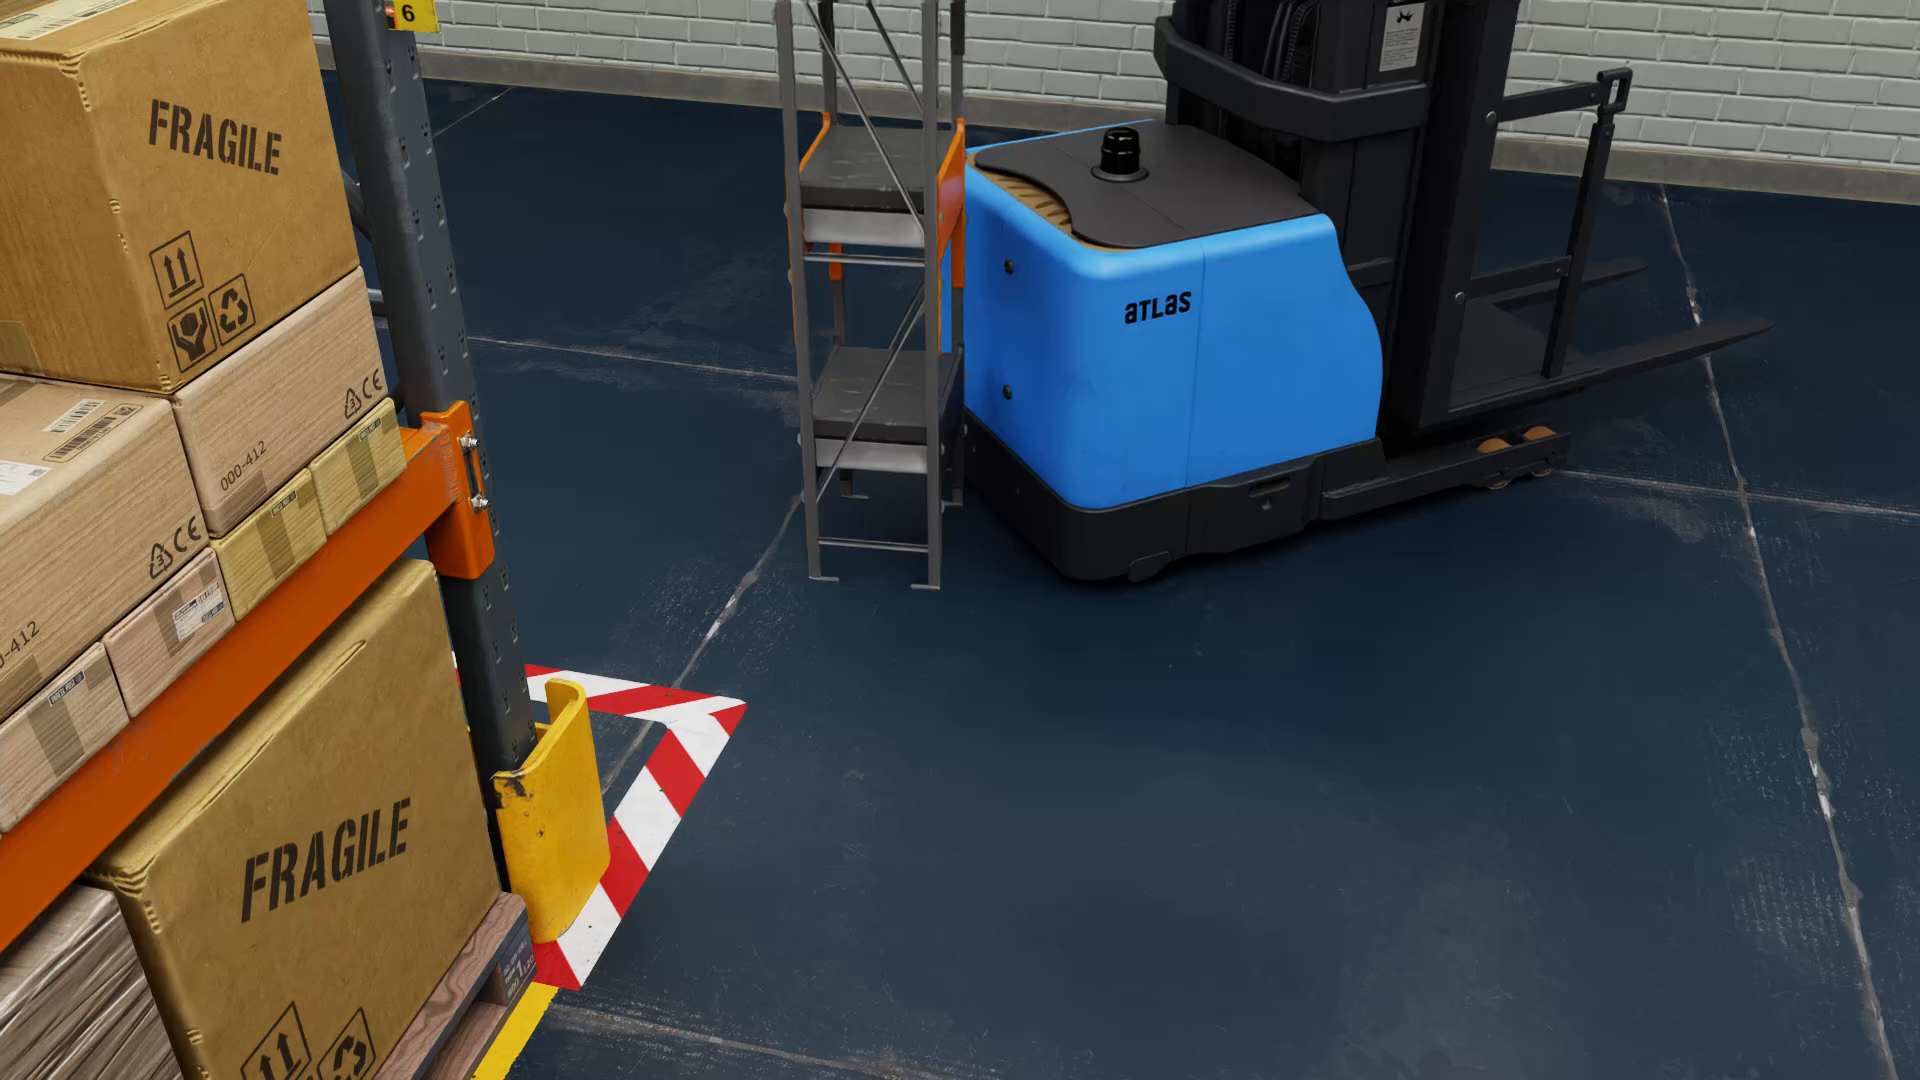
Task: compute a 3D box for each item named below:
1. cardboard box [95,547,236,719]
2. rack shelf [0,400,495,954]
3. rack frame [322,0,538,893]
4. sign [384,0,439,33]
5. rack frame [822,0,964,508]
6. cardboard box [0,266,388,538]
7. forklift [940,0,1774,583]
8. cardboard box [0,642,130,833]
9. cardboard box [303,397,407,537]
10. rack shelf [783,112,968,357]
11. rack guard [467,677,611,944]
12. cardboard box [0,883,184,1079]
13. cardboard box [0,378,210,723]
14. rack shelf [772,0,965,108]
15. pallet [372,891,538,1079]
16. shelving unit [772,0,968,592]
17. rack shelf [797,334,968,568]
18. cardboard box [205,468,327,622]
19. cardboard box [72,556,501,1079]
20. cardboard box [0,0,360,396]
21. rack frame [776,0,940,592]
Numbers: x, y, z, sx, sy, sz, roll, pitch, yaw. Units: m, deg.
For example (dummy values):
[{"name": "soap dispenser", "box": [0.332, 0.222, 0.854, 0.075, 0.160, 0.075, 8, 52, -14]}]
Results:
[{"name": "cardboard box", "box": [-1.349, 0.111, 2.514, 0.380, 0.149, 0.250, 8, 33, 12]}, {"name": "rack shelf", "box": [-1.955, 0.851, 1.787, 1.077, 0.370, 4.000, 8, 33, 12]}, {"name": "rack frame", "box": [-1.447, -0.491, 3.226, 1.000, 3.000, 0.127, 8, 33, 12]}, {"name": "sign", "box": [-0.926, -0.998, 2.724, 0.100, 0.325, 0.005, 8, 33, 12]}, {"name": "rack frame", "box": [-0.189, -1.009, 4.879, 0.400, 2.100, 0.015, 4, 33, 7]}, {"name": "cardboard box", "box": [-1.314, -0.266, 2.734, 0.500, 0.250, 0.500, 7, 33, 12]}, {"name": "forklift", "box": [1.472, -1.644, 5.104, 3.031, 2.935, 1.130, -15, 35, -22]}, {"name": "cardboard box", "box": [-1.413, 0.240, 2.311, 0.380, 0.149, 0.250, 9, 33, 13]}, {"name": "cardboard box", "box": [-1.219, -0.155, 2.932, 0.380, 0.149, 0.250, 9, 33, 13]}, {"name": "rack shelf", "box": [-0.223, -0.868, 4.683, 0.431, 0.518, 0.480, 4, 33, 7]}, {"name": "rack guard", "box": [-1.441, 0.552, 3.916, 1.175, 0.500, 0.348, 8, 33, 12]}, {"name": "cardboard box", "box": [-1.763, 1.044, 2.401, 0.875, 0.875, 0.875, 8, 33, 12]}, {"name": "cardboard box", "box": [-1.443, -0.002, 2.320, 0.500, 0.250, 0.500, 7, 33, 12]}, {"name": "rack shelf", "box": [-0.223, -1.458, 4.307, 0.431, 0.518, 0.480, 4, 33, 7]}, {"name": "pallet", "box": [-1.575, 1.112, 3.305, 1.003, 0.211, 1.213, 8, 33, 12]}, {"name": "shelving unit", "box": [-0.223, -0.879, 4.676, 0.431, 2.100, 0.503, 4, 33, 7]}, {"name": "rack shelf", "box": [-0.223, -0.277, 5.058, 0.431, 0.518, 0.480, 4, 33, 7]}, {"name": "cardboard box", "box": [-1.284, -0.020, 2.720, 0.380, 0.149, 0.250, 8, 33, 13]}, {"name": "cardboard box", "box": [-1.532, 0.572, 3.144, 0.875, 0.875, 0.875, 8, 33, 12]}, {"name": "cardboard box", "box": [-1.317, -0.581, 2.531, 0.500, 0.500, 0.500, 8, 33, 13]}, {"name": "rack frame", "box": [-0.258, -0.750, 4.472, 0.400, 2.100, 0.015, 4, 33, 7]}]
